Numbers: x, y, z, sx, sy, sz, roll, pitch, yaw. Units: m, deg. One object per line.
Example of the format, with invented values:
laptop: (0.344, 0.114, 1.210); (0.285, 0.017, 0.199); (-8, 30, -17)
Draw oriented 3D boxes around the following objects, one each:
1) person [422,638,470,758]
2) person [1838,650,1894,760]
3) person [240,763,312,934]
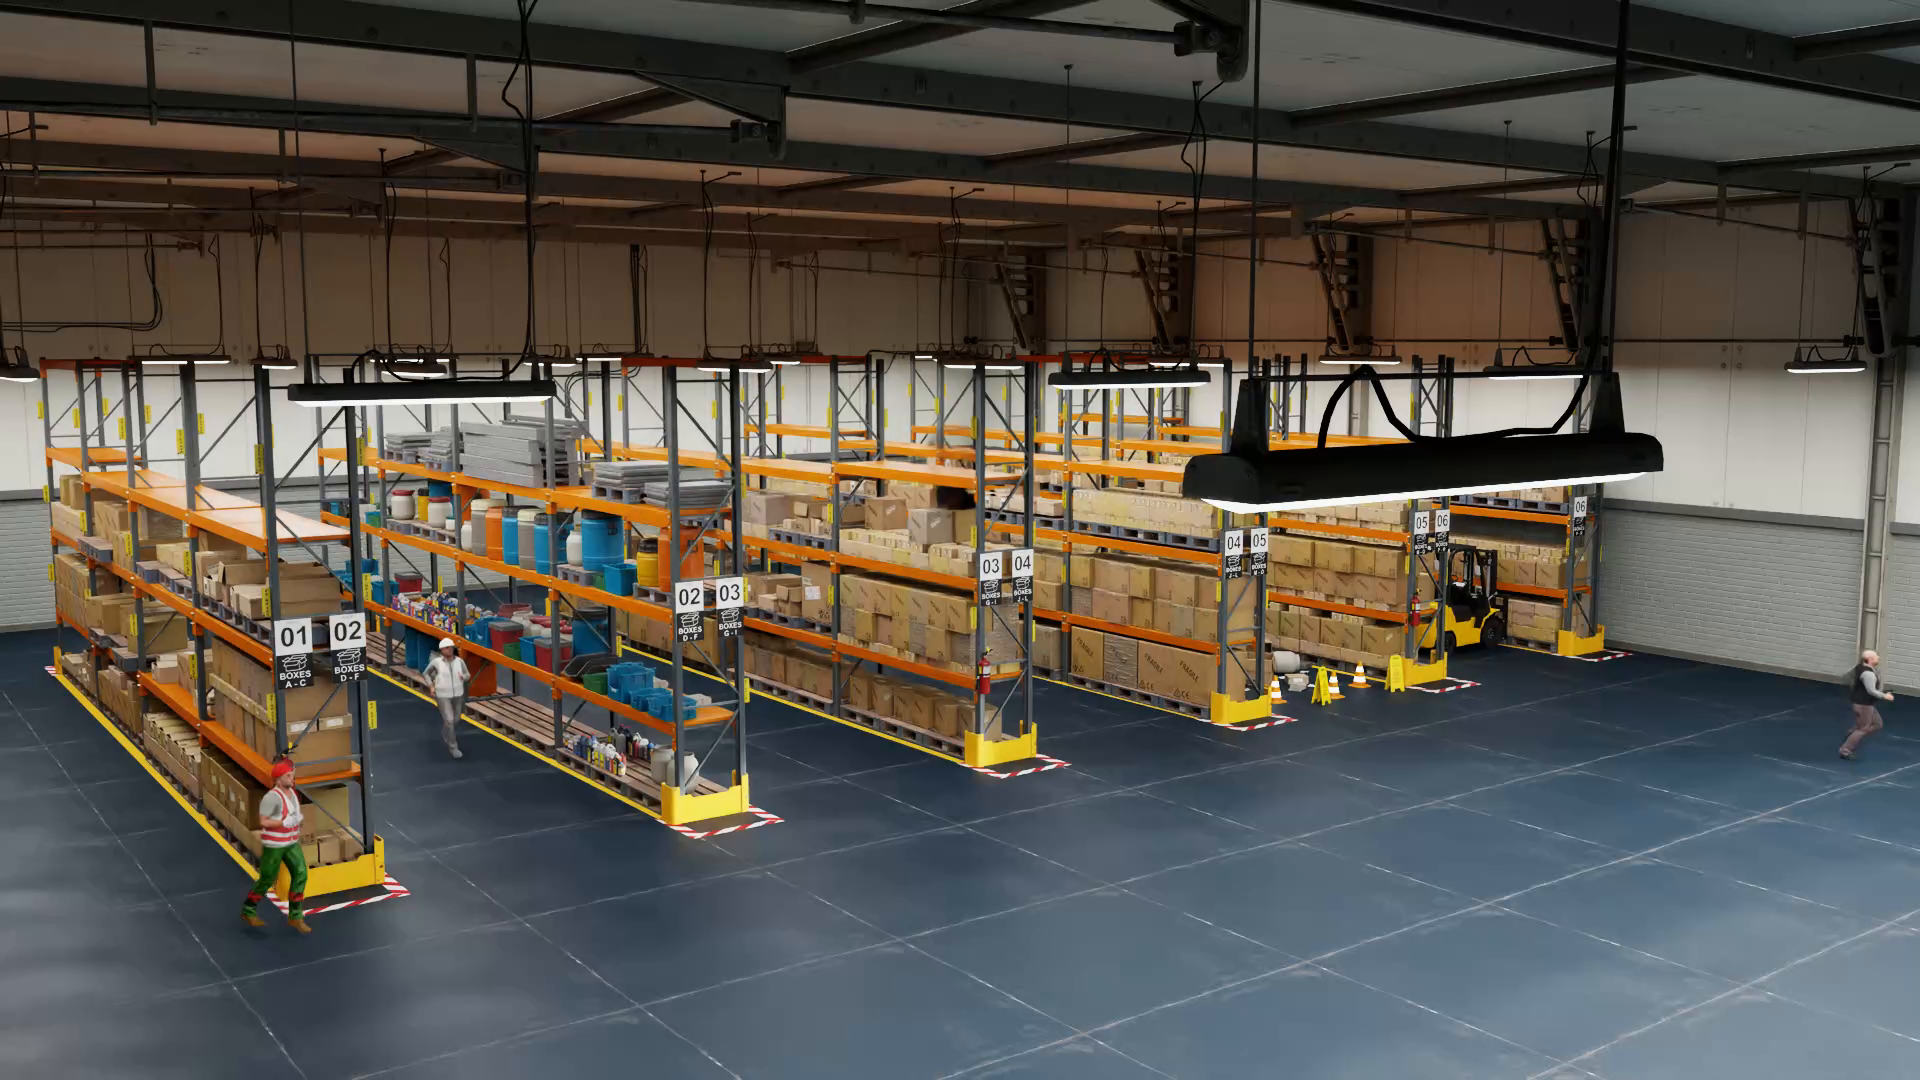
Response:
person: (-7.821, 2.377, 25.464); (0.656, 1.758, 0.970); (-6, 9, -40)
person: (13.699, 2.488, 25.139); (0.703, 1.684, 0.682); (2, 7, 18)
person: (-7.332, 3.304, 17.902); (0.788, 1.835, 0.654); (2, 7, 15)
